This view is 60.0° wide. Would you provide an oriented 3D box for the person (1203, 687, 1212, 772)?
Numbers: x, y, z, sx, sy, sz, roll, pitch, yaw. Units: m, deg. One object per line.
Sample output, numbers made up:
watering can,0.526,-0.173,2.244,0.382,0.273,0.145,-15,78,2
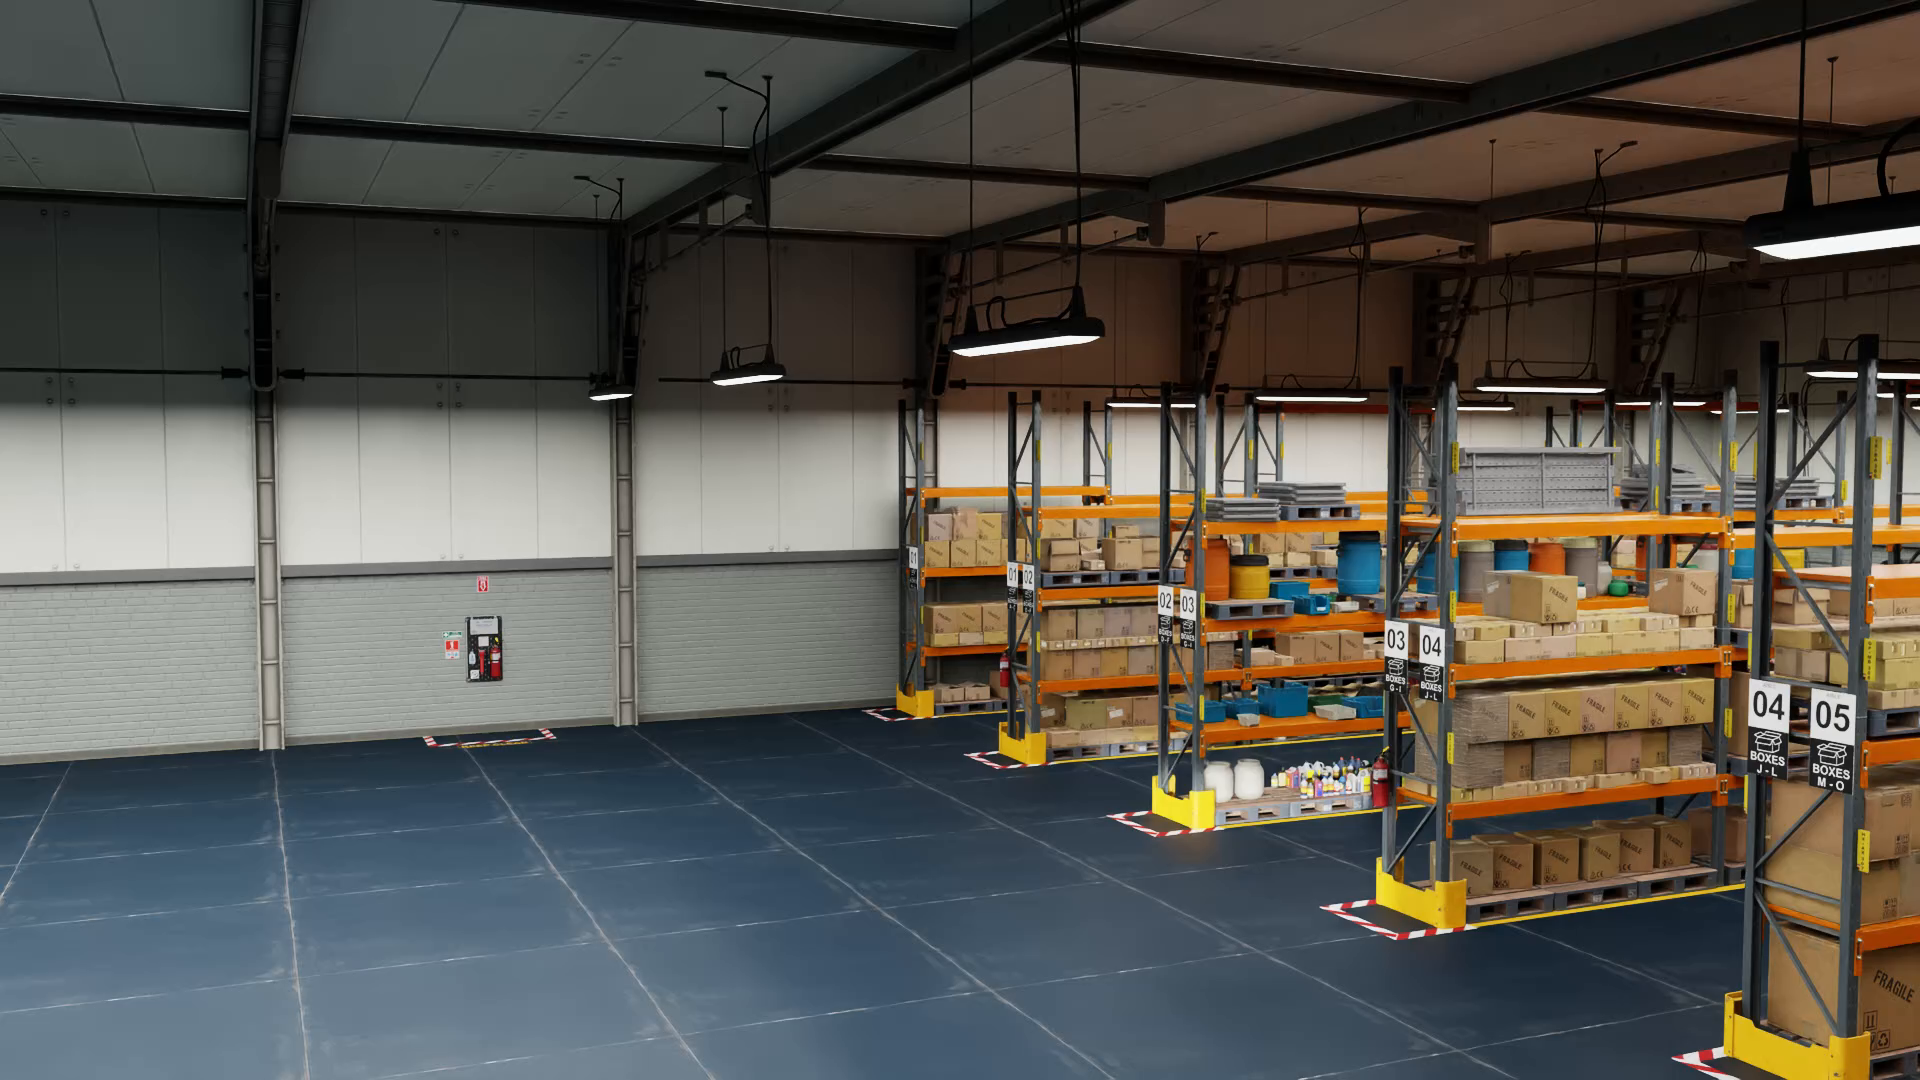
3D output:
person,3.642,2.941,24.596,0.456,1.579,0.498,-1,3,-9
